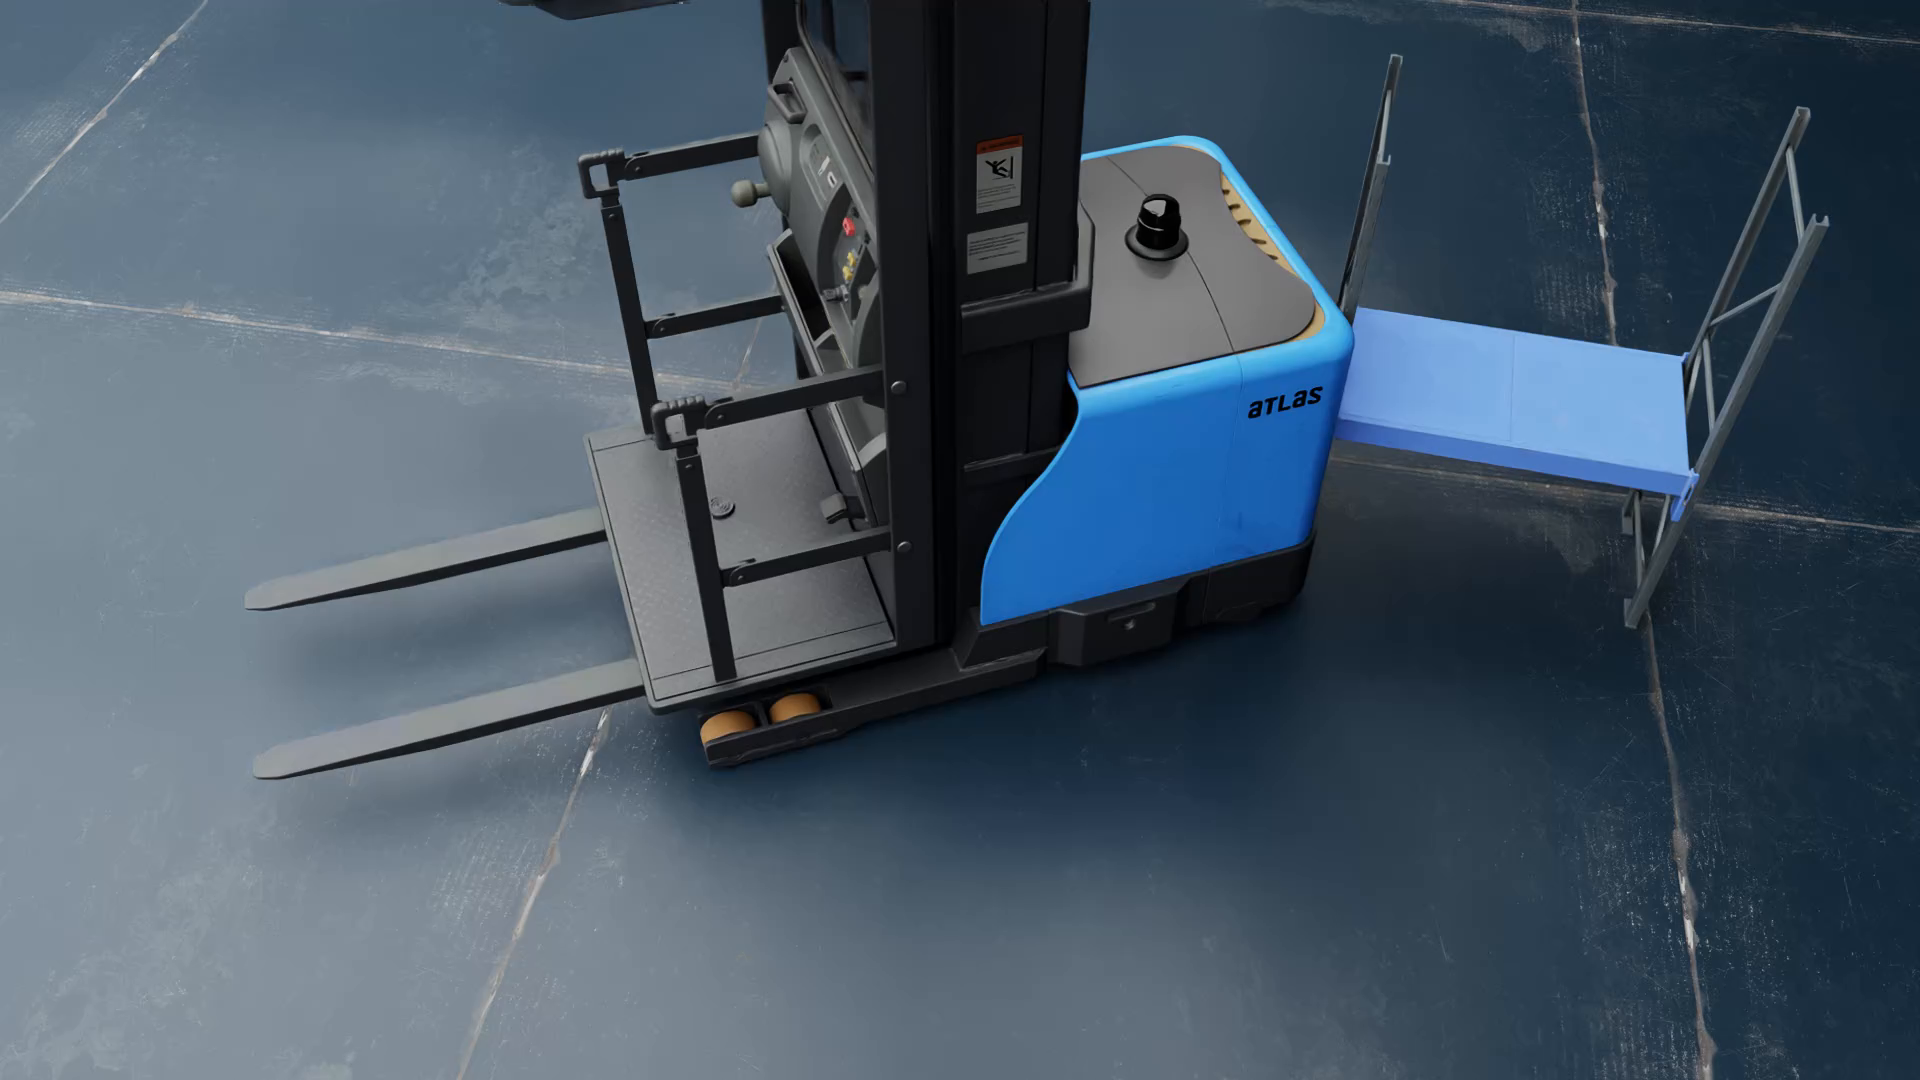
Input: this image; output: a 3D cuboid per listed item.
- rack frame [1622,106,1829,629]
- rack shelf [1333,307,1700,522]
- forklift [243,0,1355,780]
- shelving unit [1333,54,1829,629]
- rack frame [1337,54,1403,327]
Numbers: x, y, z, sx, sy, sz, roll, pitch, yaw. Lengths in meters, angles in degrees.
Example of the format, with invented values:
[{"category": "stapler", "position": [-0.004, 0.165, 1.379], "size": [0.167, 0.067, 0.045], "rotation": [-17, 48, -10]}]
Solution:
[{"category": "rack frame", "position": [2.080, -0.417, 4.616], "size": [0.032, 1.500, 0.500], "rotation": [10, 49, 9]}, {"category": "rack shelf", "position": [1.586, -0.387, 4.831], "size": [1.000, 0.185, 0.538], "rotation": [10, 49, 9]}, {"category": "forklift", "position": [-0.529, -0.789, 3.988], "size": [3.031, 2.935, 1.130], "rotation": [-14, 50, -12]}, {"category": "shelving unit", "position": [1.586, -0.507, 4.697], "size": [1.048, 1.500, 0.538], "rotation": [10, 49, 9]}, {"category": "rack frame", "position": [1.093, -0.597, 4.778], "size": [0.032, 1.500, 0.500], "rotation": [10, 49, 9]}]
